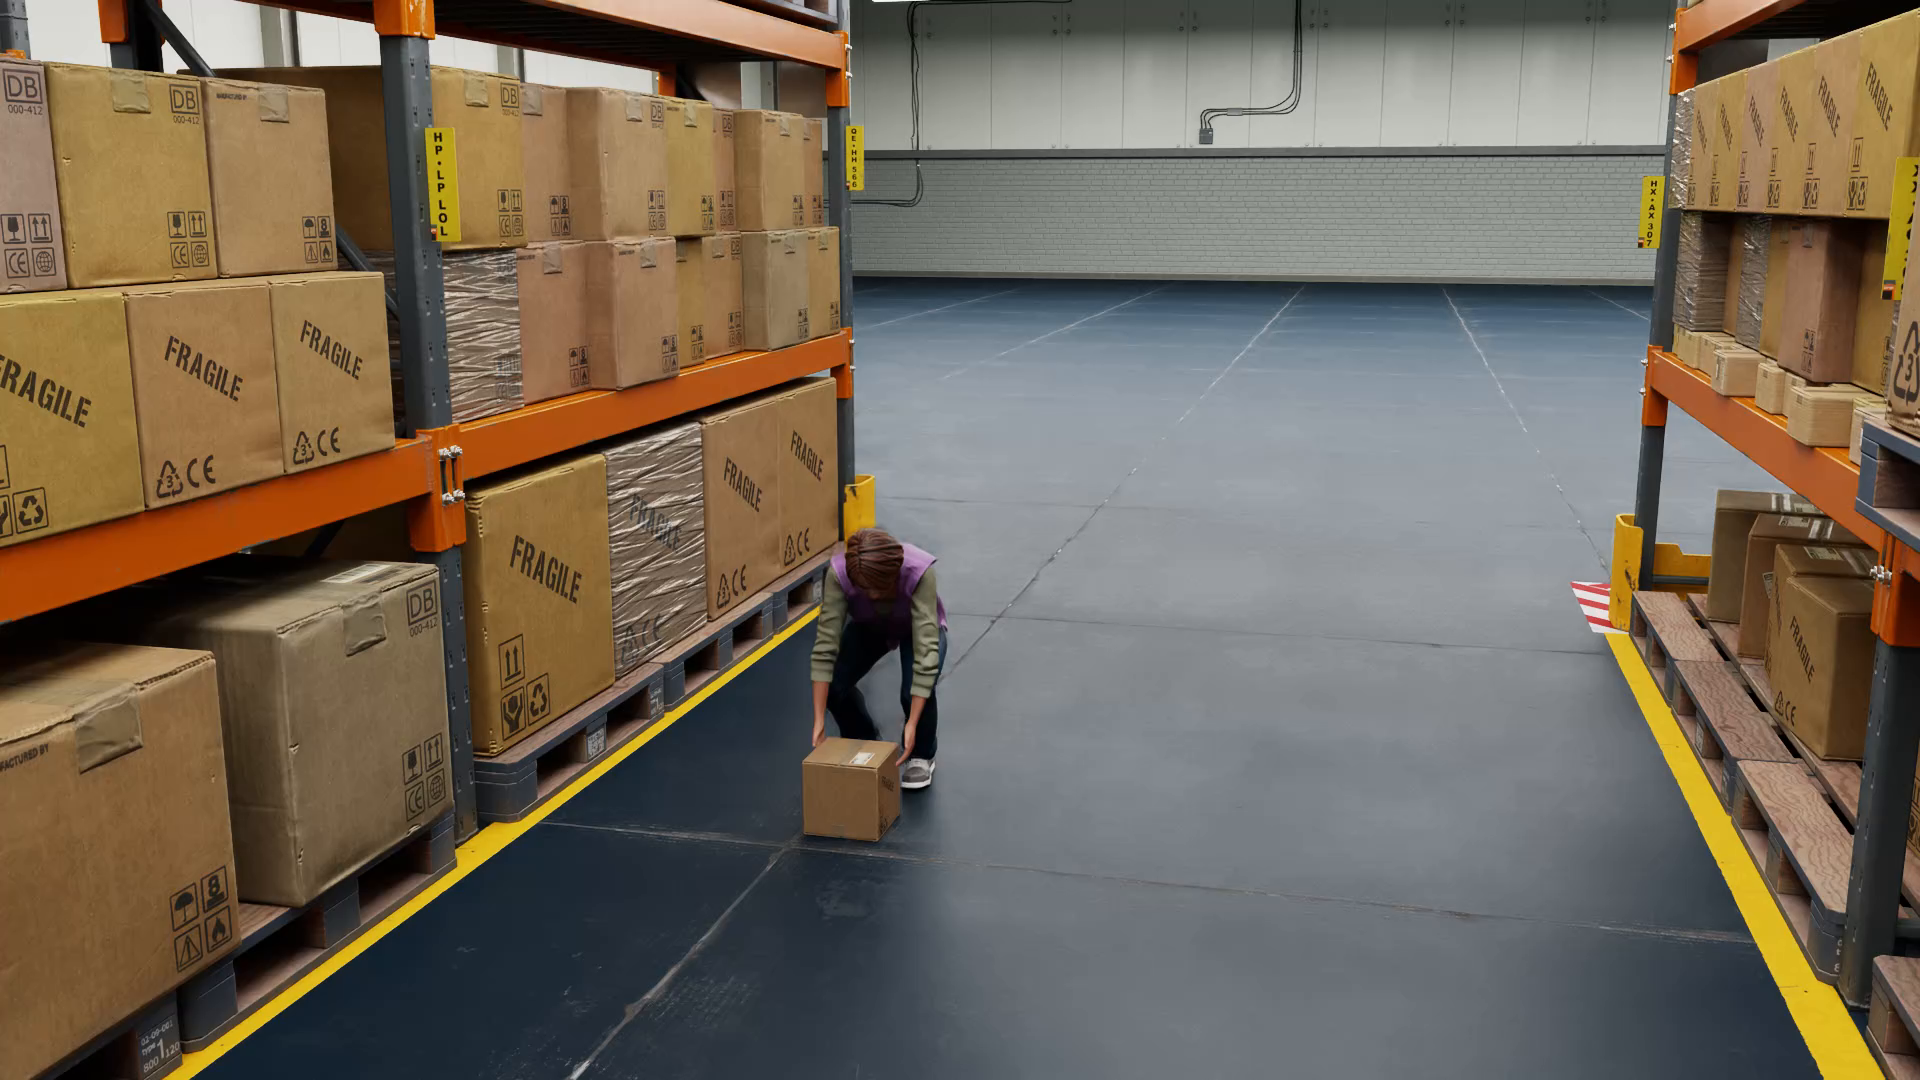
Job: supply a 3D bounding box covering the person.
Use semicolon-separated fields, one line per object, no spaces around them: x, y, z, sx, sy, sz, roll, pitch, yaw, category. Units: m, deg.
-0.245;0.390;5.674;0.454;0.958;0.779;3;12;14;person
